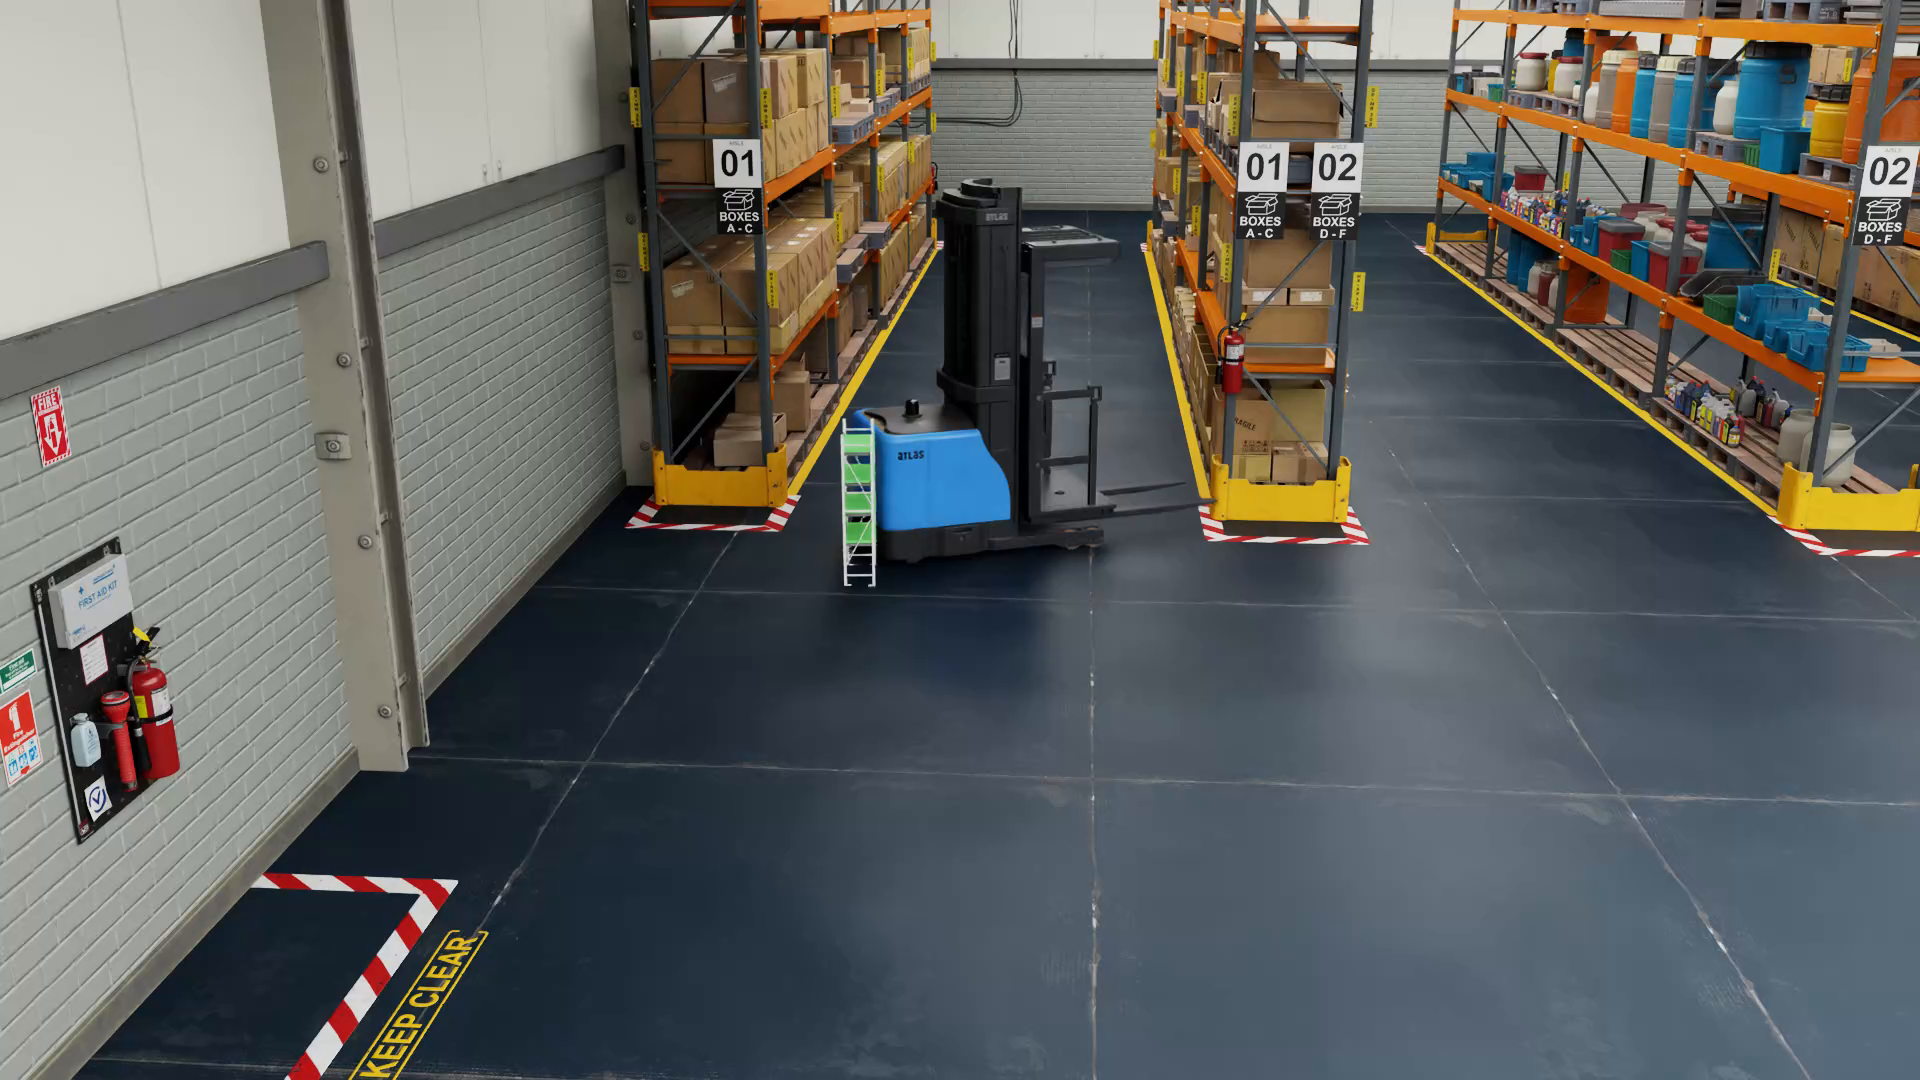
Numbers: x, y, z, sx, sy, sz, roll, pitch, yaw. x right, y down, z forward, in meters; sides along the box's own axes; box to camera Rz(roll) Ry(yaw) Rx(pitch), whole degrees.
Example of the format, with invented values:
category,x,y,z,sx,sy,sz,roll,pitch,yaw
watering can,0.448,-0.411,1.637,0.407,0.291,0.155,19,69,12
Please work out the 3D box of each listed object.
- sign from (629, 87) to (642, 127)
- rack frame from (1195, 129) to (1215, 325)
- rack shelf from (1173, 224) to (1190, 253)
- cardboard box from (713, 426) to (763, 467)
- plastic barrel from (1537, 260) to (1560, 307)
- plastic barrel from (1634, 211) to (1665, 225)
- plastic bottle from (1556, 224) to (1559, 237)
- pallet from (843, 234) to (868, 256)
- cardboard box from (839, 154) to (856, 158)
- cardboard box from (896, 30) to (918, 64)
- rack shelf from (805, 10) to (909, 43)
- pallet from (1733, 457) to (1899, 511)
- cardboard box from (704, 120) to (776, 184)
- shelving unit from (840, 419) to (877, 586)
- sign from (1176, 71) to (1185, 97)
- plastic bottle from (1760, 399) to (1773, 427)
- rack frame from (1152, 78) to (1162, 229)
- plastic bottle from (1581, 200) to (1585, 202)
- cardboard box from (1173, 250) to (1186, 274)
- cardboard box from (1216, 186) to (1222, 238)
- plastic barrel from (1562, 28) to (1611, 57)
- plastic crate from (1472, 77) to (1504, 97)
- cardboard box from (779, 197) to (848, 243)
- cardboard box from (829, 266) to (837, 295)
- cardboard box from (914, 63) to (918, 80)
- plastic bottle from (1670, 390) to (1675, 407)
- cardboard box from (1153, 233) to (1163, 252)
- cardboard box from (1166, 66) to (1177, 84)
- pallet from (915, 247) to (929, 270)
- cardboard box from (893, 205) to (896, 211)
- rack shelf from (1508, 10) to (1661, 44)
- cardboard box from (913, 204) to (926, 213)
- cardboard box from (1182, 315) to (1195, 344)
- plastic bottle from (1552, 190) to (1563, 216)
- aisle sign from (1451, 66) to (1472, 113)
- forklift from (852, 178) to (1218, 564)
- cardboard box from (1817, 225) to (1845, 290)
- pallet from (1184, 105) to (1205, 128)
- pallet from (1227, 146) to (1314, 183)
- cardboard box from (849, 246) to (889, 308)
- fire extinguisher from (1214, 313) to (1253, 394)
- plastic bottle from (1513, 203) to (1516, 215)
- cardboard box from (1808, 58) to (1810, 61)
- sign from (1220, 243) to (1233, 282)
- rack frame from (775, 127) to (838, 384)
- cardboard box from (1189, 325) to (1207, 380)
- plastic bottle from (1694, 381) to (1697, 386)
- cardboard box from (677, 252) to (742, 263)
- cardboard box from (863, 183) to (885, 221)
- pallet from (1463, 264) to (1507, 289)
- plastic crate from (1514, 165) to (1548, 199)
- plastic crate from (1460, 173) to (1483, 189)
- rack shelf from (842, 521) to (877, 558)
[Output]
category,x,y,z,sx,sy,sz,roll,pitch,yaw
sign,-2.710,-3.621,13.919,0.100,0.325,0.005,1,18,4
rack frame,3.070,-2.890,17.924,1.000,3.000,0.127,1,18,4
rack shelf,3.501,-4.411,23.723,1.077,0.370,4.000,1,18,4
cardboard box,-2.018,-0.901,15.467,0.500,0.311,0.500,-1,18,-2
plastic barrel,8.397,-3.577,23.220,0.600,0.588,0.708,1,18,4
plastic barrel,8.437,-3.749,20.368,0.421,0.512,0.421,0,18,0
plastic bottle,7.927,-4.096,21.926,0.097,0.201,0.097,0,18,0
pallet,-1.685,-3.534,20.200,1.003,0.211,1.213,1,18,4
cardboard box,-1.729,-5.263,23.292,0.500,0.250,0.500,1,18,3
cardboard box,-0.936,-7.816,26.344,0.500,0.500,0.500,1,18,3
rack shelf,-1.441,-7.181,23.185,1.077,0.370,4.000,1,18,4
pallet,7.746,-0.487,15.071,1.003,0.211,1.213,1,18,4
cardboard box,-1.884,-3.337,14.281,0.500,0.500,0.500,2,18,5
shelving unit,-0.784,-0.296,12.900,0.258,1.200,0.503,-1,18,-2
sign,2.816,-5.816,21.207,0.100,0.325,0.005,1,18,4
plastic bottle,8.093,-1.282,16.673,0.061,0.283,0.133,1,18,4
rack frame,3.931,-6.616,29.298,1.000,3.000,0.127,1,18,4
plastic bottle,8.790,-4.690,23.618,0.152,0.276,0.135,1,18,4
cardboard box,3.190,-3.823,22.876,0.500,0.250,0.500,2,18,6
cardboard box,3.045,-3.416,17.286,0.700,0.500,0.500,1,18,4
plastic barrel,8.614,-6.592,22.927,0.600,0.901,0.708,1,18,4
plastic crate,8.404,-7.192,26.429,0.437,0.282,0.530,1,18,4
cardboard box,-1.737,-3.791,19.810,0.700,0.500,0.500,4,19,11
cardboard box,-1.602,-2.783,17.809,0.500,0.250,0.500,1,18,4
cardboard box,-0.934,-7.451,26.435,0.500,0.250,0.500,1,18,3
plastic bottle,7.536,-1.505,17.486,0.097,0.201,0.097,0,18,0
cardboard box,3.537,-5.046,28.214,0.500,0.250,0.500,1,18,4
cardboard box,3.408,-7.123,25.465,0.500,0.250,0.500,1,18,4
pallet,-1.080,-4.773,28.150,1.003,0.211,1.213,1,18,4
cardboard box,-1.141,-4.946,24.572,0.380,0.149,0.250,1,18,4
rack shelf,8.441,-6.960,22.510,1.077,0.370,4.000,1,18,4
cardboard box,-0.788,-5.782,29.051,0.380,0.149,0.250,1,18,3
cardboard box,2.883,-2.498,19.569,0.500,0.311,0.500,1,18,4
plastic bottle,8.688,-4.892,24.115,0.144,0.351,0.185,1,18,4
aisle sign,8.580,-7.769,28.641,0.394,0.787,0.004,1,18,4
forklift,0.670,-1.461,13.674,3.031,2.935,1.130,-6,19,-18
cardboard box,13.499,-4.143,24.486,1.225,0.875,0.875,1,18,4
pallet,3.398,-5.255,20.629,1.213,0.211,1.003,2,18,6
pallet,2.860,-3.250,14.348,1.003,0.211,1.213,1,18,4
cardboard box,-1.400,-3.645,23.007,0.750,0.750,0.750,1,18,3
fire extinguisher,2.312,-1.584,14.065,0.296,0.674,0.183,1,18,4
plastic bottle,8.095,-4.823,24.145,0.097,0.201,0.097,0,18,0
cardboard box,13.678,-7.618,26.541,0.700,0.500,0.500,0,18,0
sign,2.243,-2.326,13.966,0.100,0.325,0.005,1,18,4
rack frame,-1.871,-2.999,18.258,1.000,3.000,0.127,1,18,4
cardboard box,2.725,-2.002,17.752,0.500,0.500,0.500,1,18,4
plastic bottle,7.661,-1.504,17.350,0.061,0.283,0.133,1,18,4
cardboard box,-2.290,-2.358,15.308,0.500,0.500,0.500,2,18,5
cardboard box,-1.294,-4.585,22.427,0.500,0.500,0.500,2,18,6
pallet,8.598,-4.167,26.300,1.003,0.211,1.213,1,18,4
plastic crate,8.898,-5.593,25.976,0.402,0.464,0.583,1,18,4
plastic crate,8.409,-5.882,27.230,0.416,0.233,0.300,1,18,4
rack shelf,-0.784,-0.008,12.995,0.258,0.148,0.480,-1,18,-2
